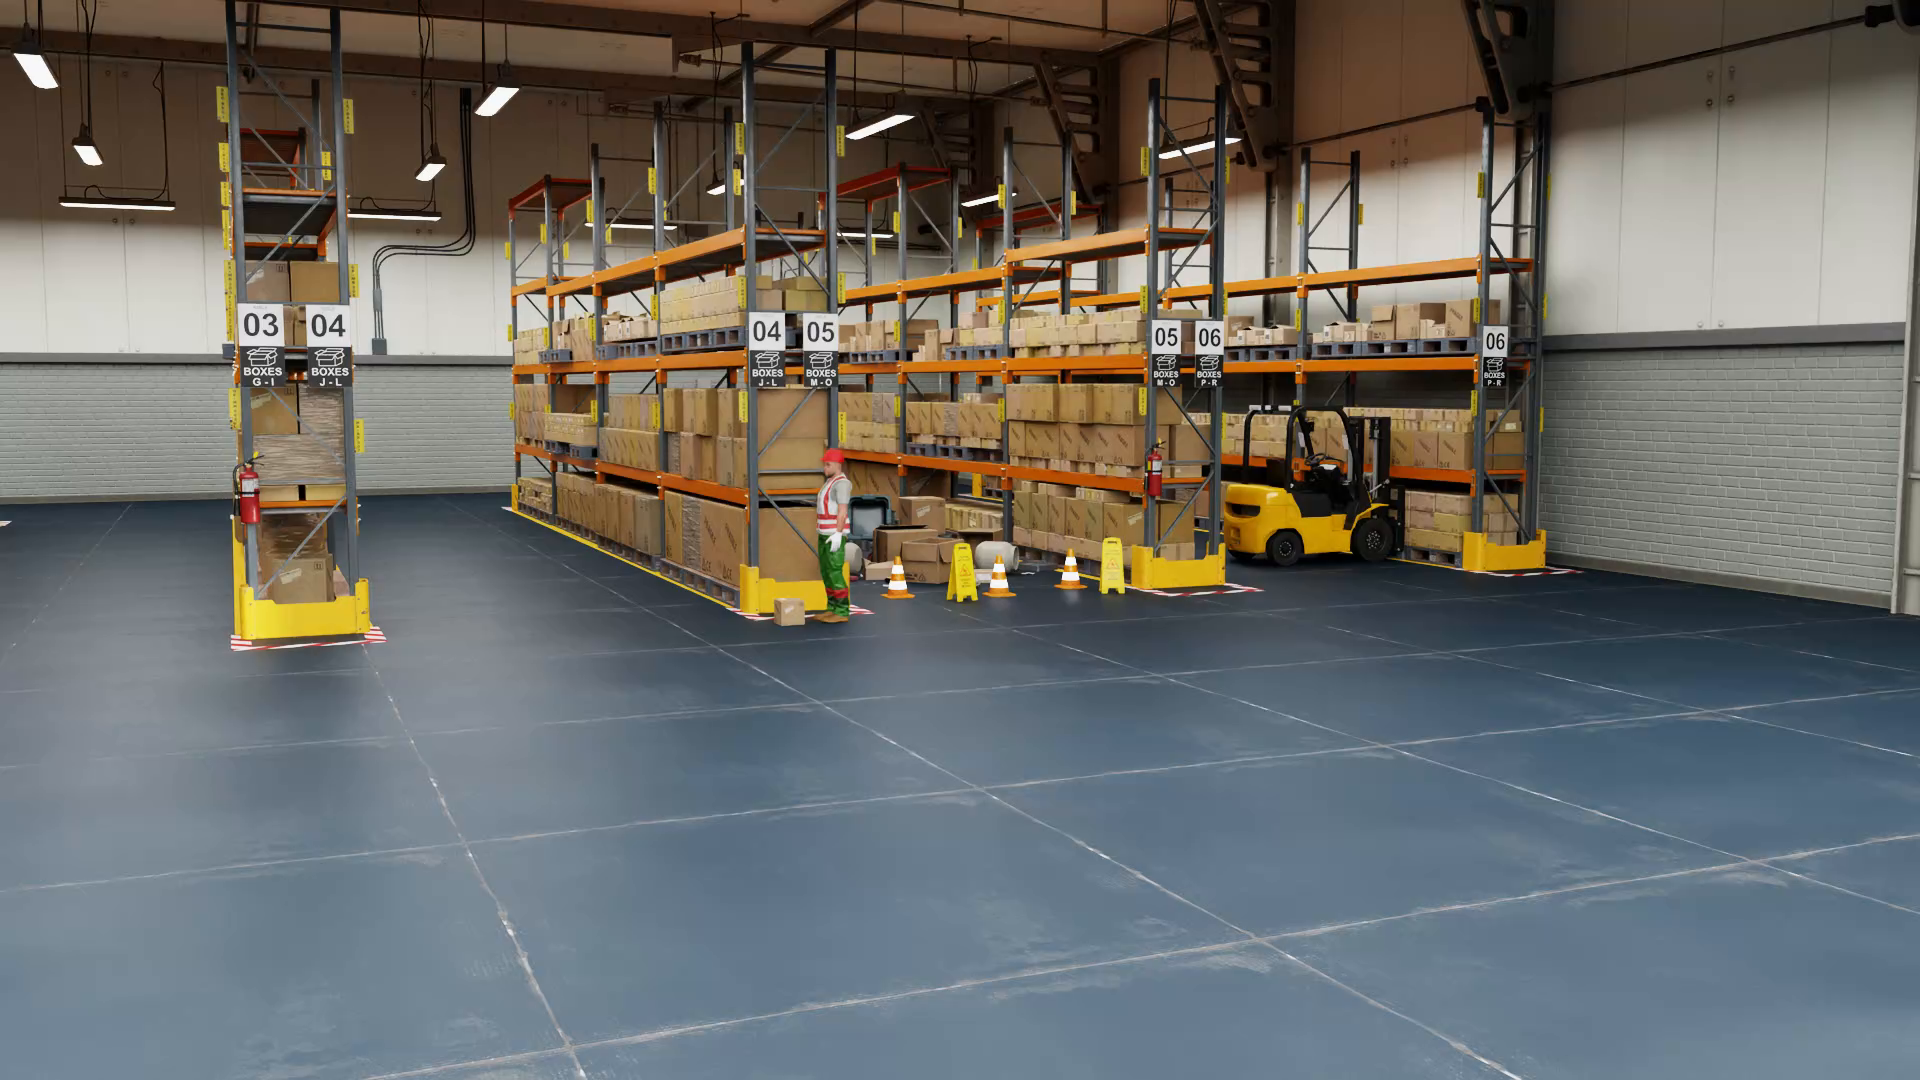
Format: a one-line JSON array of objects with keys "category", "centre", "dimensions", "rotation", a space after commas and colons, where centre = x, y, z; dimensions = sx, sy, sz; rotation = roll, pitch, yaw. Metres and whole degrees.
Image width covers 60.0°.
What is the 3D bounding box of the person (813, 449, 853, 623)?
[{"category": "person", "centre": [-1.305, -0.048, 17.099], "dimensions": [0.345, 1.783, 0.526], "rotation": [-2, 6, -22]}]
